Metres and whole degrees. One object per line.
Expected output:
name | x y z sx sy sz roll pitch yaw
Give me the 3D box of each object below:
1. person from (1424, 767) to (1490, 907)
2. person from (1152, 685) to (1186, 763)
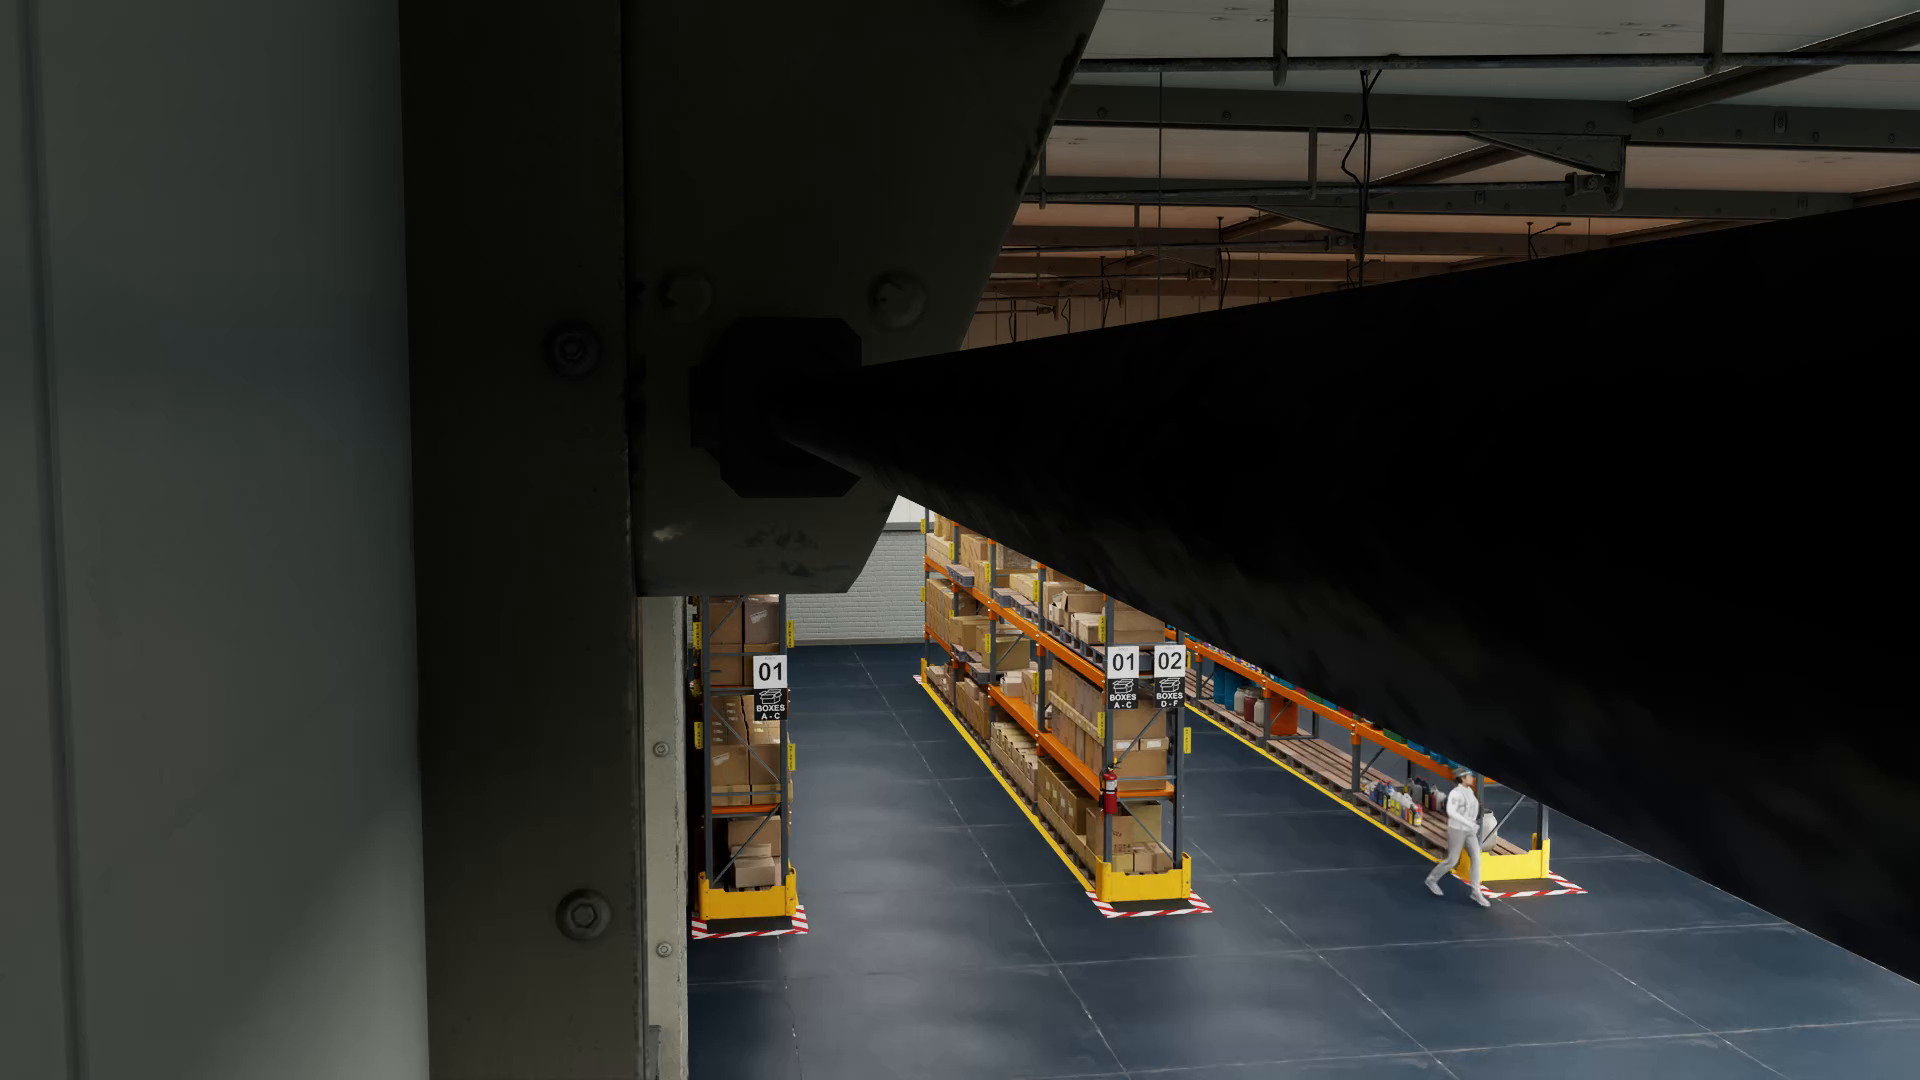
person | 6.347 3.658 20.837 0.665 1.668 0.862 -4 7 -40
person | 3.596 2.987 28.503 0.653 1.680 0.568 -1 5 -14
